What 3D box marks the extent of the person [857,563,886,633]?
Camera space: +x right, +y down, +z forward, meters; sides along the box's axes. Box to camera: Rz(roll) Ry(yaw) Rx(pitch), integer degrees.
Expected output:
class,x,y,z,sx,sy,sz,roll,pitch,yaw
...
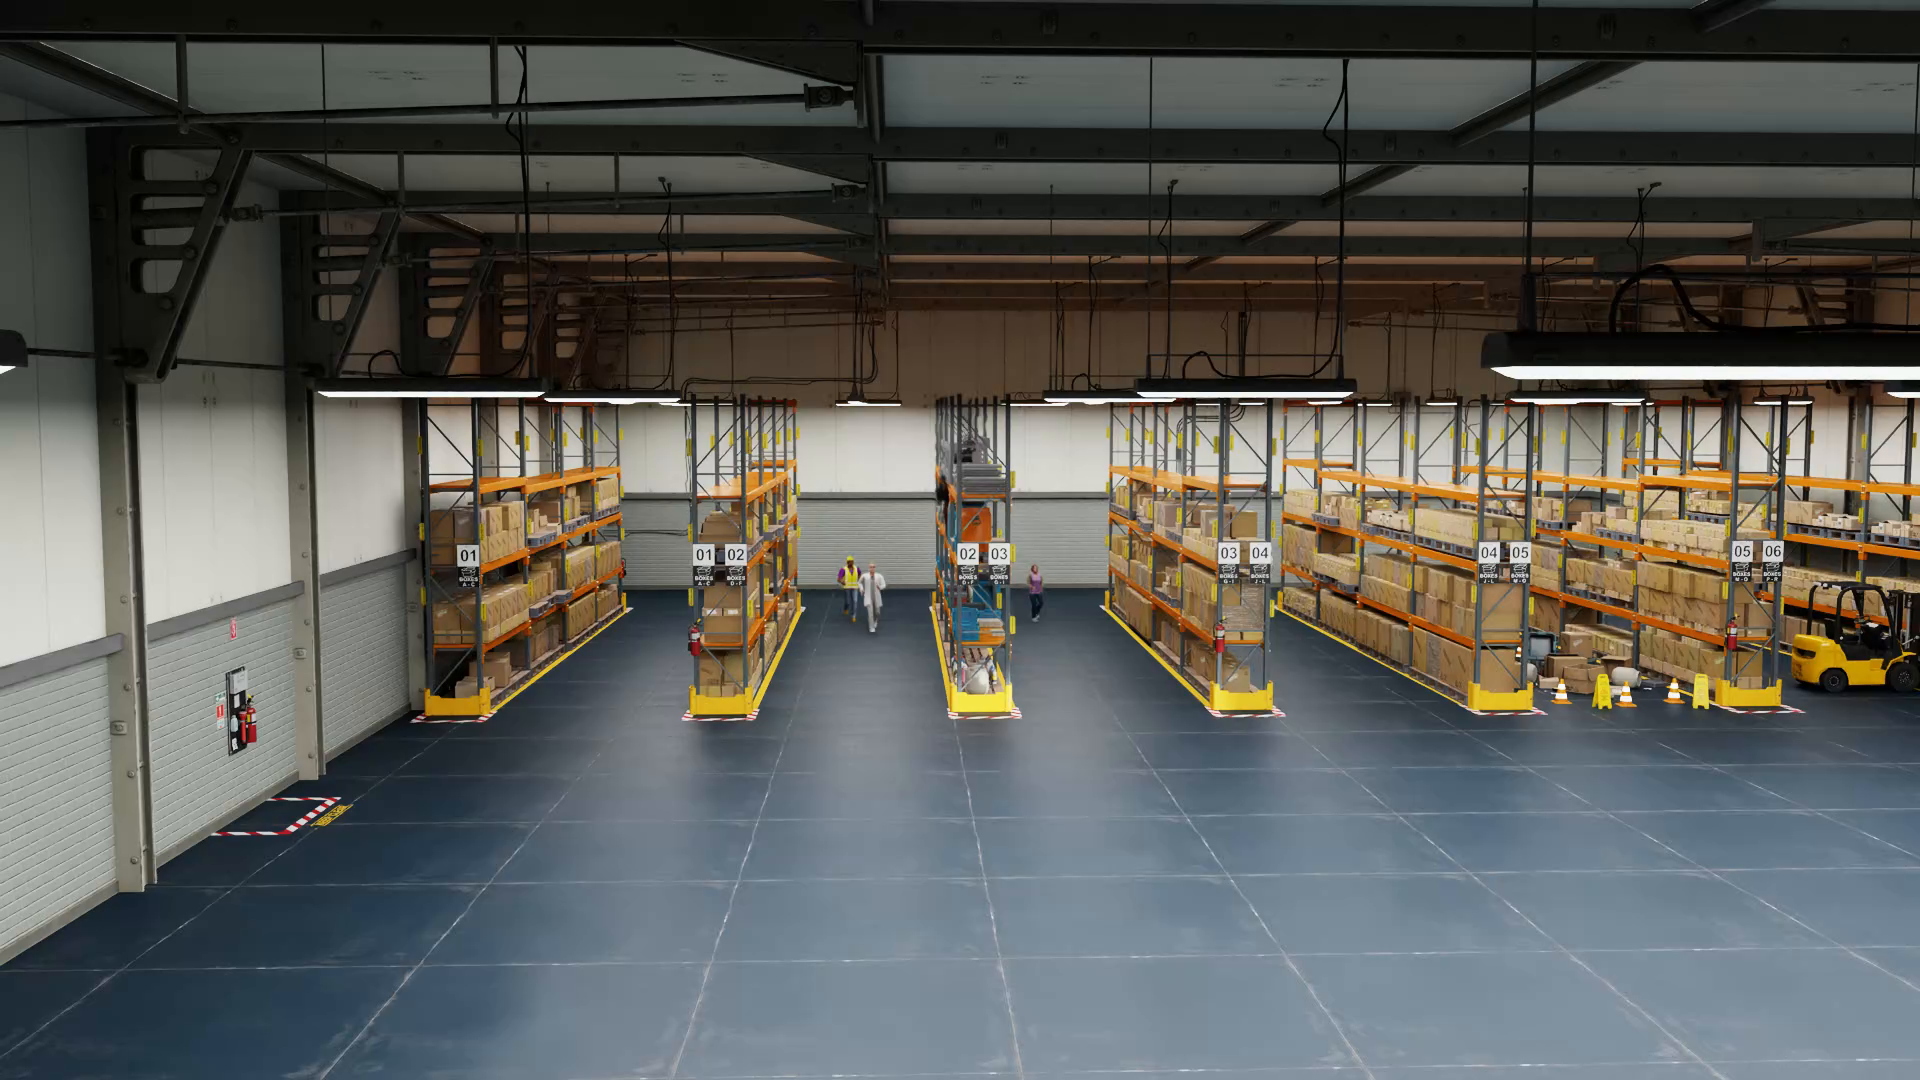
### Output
class,x,y,z,sx,sy,sz,roll,pitch,yaw
person,-2.263,1.475,42.766,0.718,1.753,0.981,-1,5,-9

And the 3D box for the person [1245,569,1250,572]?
class,x,y,z,sx,sy,sz,roll,pitch,yaw
person,8.149,1.080,48.553,0.521,1.653,0.913,-2,5,-24

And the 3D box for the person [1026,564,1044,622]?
class,x,y,z,sx,sy,sz,roll,pitch,yaw
person,2.039,1.430,44.545,0.508,1.557,0.565,-1,5,-15

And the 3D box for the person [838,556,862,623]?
class,x,y,z,sx,sy,sz,roll,pitch,yaw
person,-2.959,1.318,44.935,0.699,1.767,0.915,-1,5,-16
